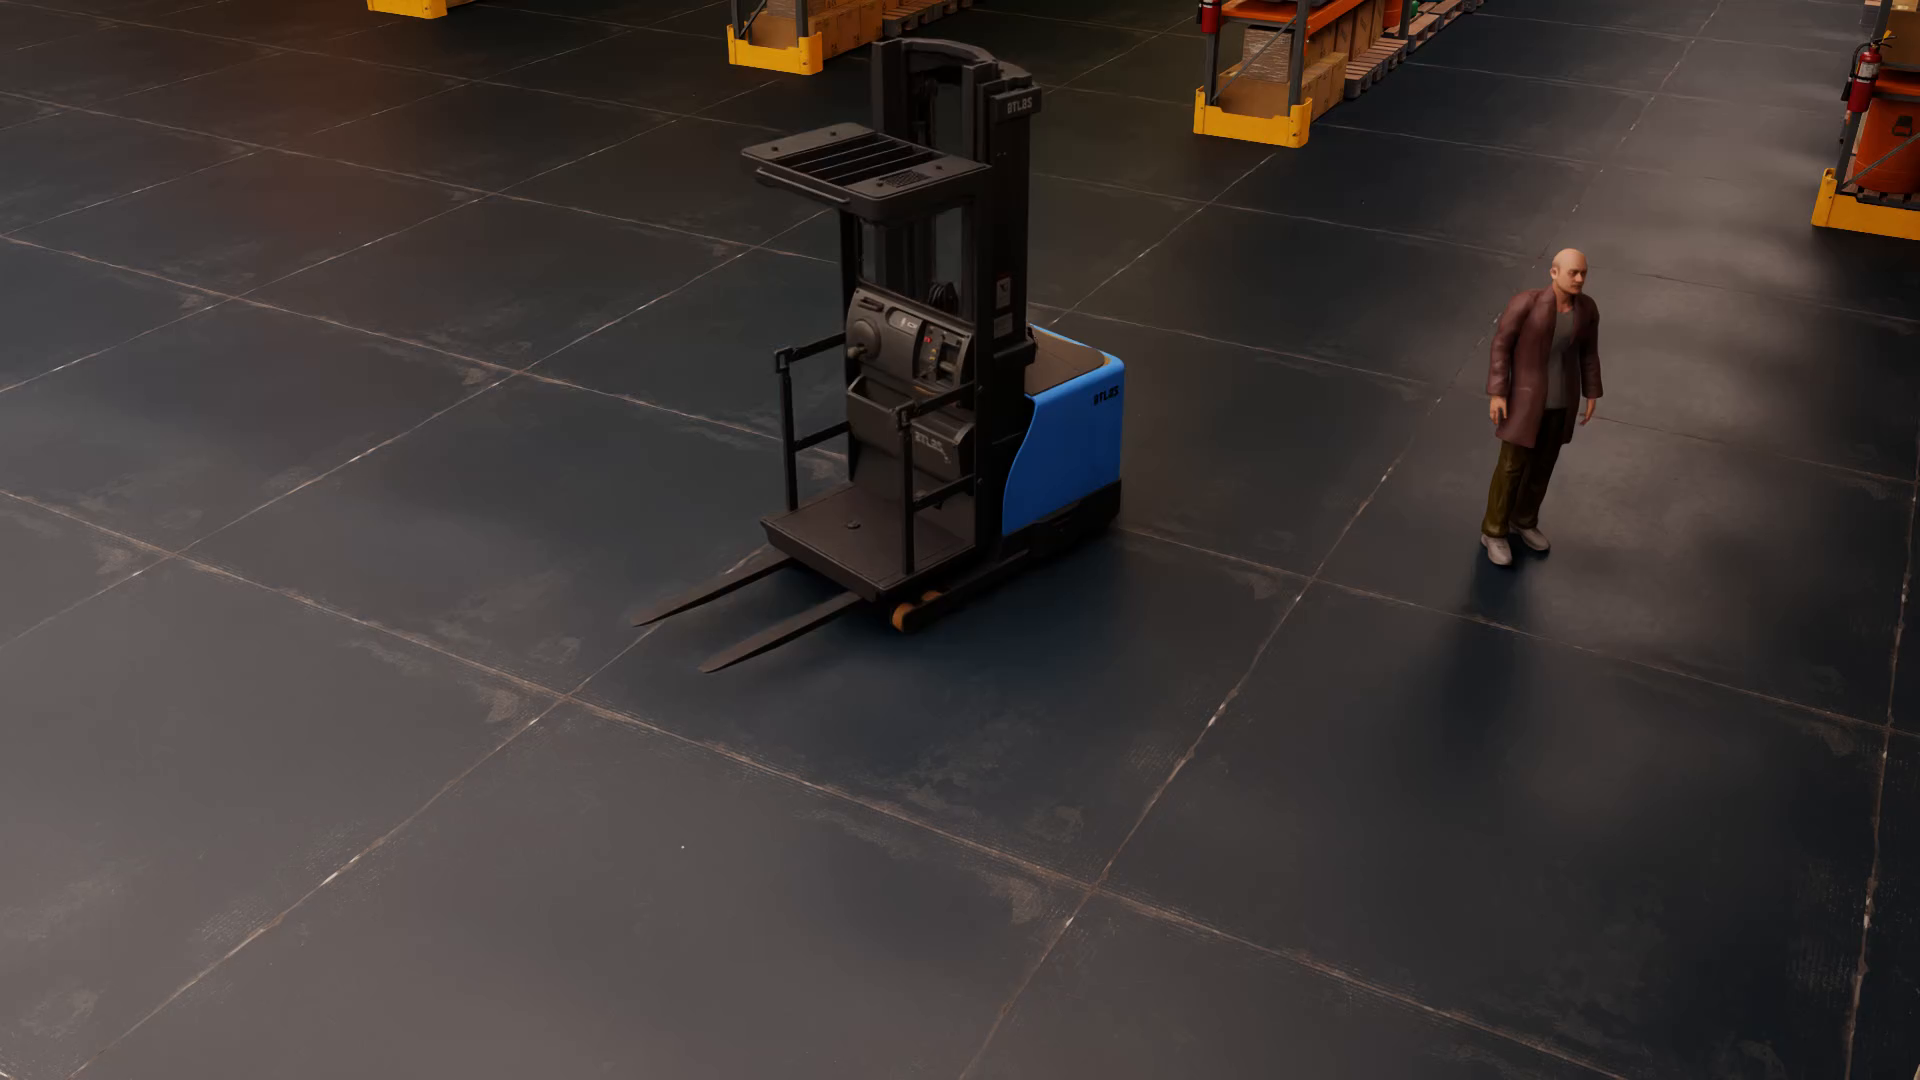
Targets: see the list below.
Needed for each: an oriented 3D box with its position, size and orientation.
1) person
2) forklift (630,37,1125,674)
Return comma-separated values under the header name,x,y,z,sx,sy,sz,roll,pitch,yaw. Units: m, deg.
name,x,y,z,sx,sy,sz,roll,pitch,yaw
person,3.369,-0.804,9.574,0.705,1.746,0.455,-5,30,-9
forklift,-0.433,-1.050,8.891,3.031,2.935,1.130,-26,39,-37
